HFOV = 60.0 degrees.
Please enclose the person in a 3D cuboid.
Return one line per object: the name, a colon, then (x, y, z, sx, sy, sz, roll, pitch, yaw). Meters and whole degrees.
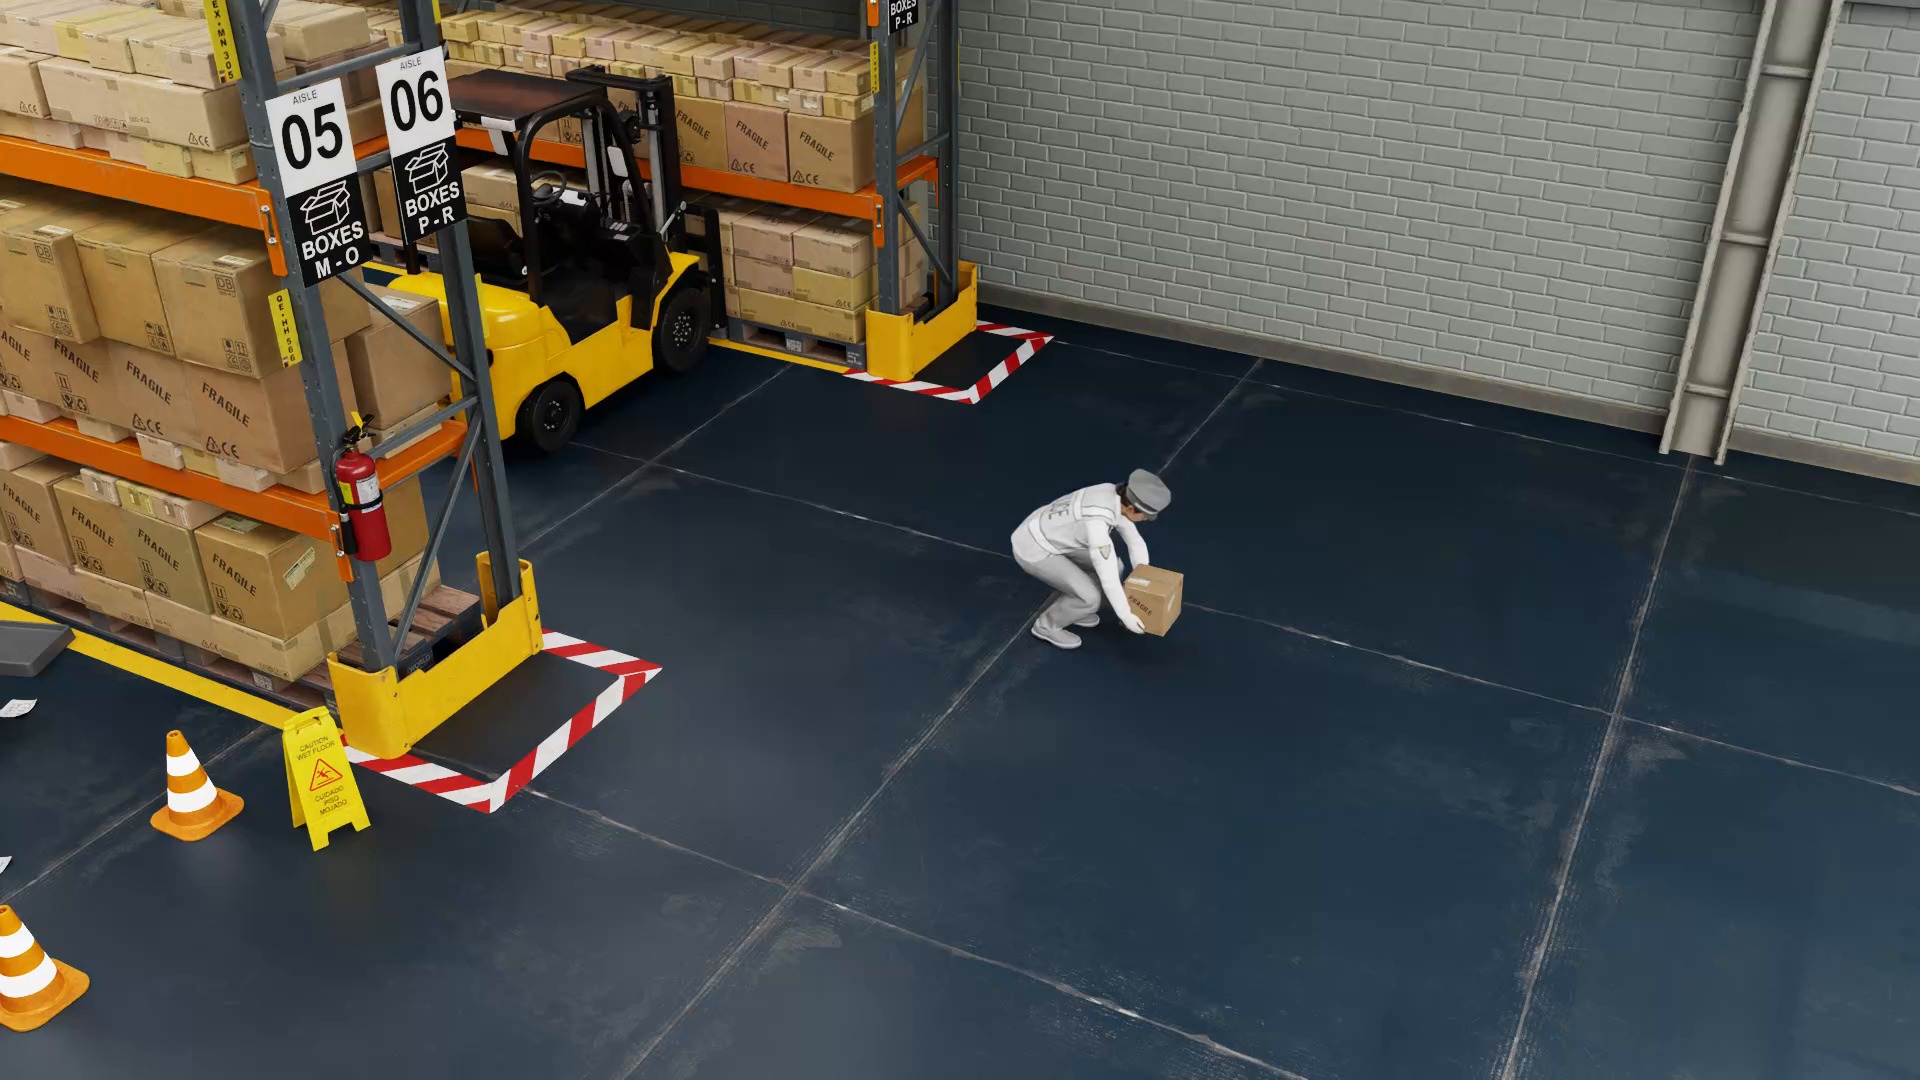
person: (0.699, 0.064, 8.822, 0.809, 1.019, 0.494, 14, 33, 23)
